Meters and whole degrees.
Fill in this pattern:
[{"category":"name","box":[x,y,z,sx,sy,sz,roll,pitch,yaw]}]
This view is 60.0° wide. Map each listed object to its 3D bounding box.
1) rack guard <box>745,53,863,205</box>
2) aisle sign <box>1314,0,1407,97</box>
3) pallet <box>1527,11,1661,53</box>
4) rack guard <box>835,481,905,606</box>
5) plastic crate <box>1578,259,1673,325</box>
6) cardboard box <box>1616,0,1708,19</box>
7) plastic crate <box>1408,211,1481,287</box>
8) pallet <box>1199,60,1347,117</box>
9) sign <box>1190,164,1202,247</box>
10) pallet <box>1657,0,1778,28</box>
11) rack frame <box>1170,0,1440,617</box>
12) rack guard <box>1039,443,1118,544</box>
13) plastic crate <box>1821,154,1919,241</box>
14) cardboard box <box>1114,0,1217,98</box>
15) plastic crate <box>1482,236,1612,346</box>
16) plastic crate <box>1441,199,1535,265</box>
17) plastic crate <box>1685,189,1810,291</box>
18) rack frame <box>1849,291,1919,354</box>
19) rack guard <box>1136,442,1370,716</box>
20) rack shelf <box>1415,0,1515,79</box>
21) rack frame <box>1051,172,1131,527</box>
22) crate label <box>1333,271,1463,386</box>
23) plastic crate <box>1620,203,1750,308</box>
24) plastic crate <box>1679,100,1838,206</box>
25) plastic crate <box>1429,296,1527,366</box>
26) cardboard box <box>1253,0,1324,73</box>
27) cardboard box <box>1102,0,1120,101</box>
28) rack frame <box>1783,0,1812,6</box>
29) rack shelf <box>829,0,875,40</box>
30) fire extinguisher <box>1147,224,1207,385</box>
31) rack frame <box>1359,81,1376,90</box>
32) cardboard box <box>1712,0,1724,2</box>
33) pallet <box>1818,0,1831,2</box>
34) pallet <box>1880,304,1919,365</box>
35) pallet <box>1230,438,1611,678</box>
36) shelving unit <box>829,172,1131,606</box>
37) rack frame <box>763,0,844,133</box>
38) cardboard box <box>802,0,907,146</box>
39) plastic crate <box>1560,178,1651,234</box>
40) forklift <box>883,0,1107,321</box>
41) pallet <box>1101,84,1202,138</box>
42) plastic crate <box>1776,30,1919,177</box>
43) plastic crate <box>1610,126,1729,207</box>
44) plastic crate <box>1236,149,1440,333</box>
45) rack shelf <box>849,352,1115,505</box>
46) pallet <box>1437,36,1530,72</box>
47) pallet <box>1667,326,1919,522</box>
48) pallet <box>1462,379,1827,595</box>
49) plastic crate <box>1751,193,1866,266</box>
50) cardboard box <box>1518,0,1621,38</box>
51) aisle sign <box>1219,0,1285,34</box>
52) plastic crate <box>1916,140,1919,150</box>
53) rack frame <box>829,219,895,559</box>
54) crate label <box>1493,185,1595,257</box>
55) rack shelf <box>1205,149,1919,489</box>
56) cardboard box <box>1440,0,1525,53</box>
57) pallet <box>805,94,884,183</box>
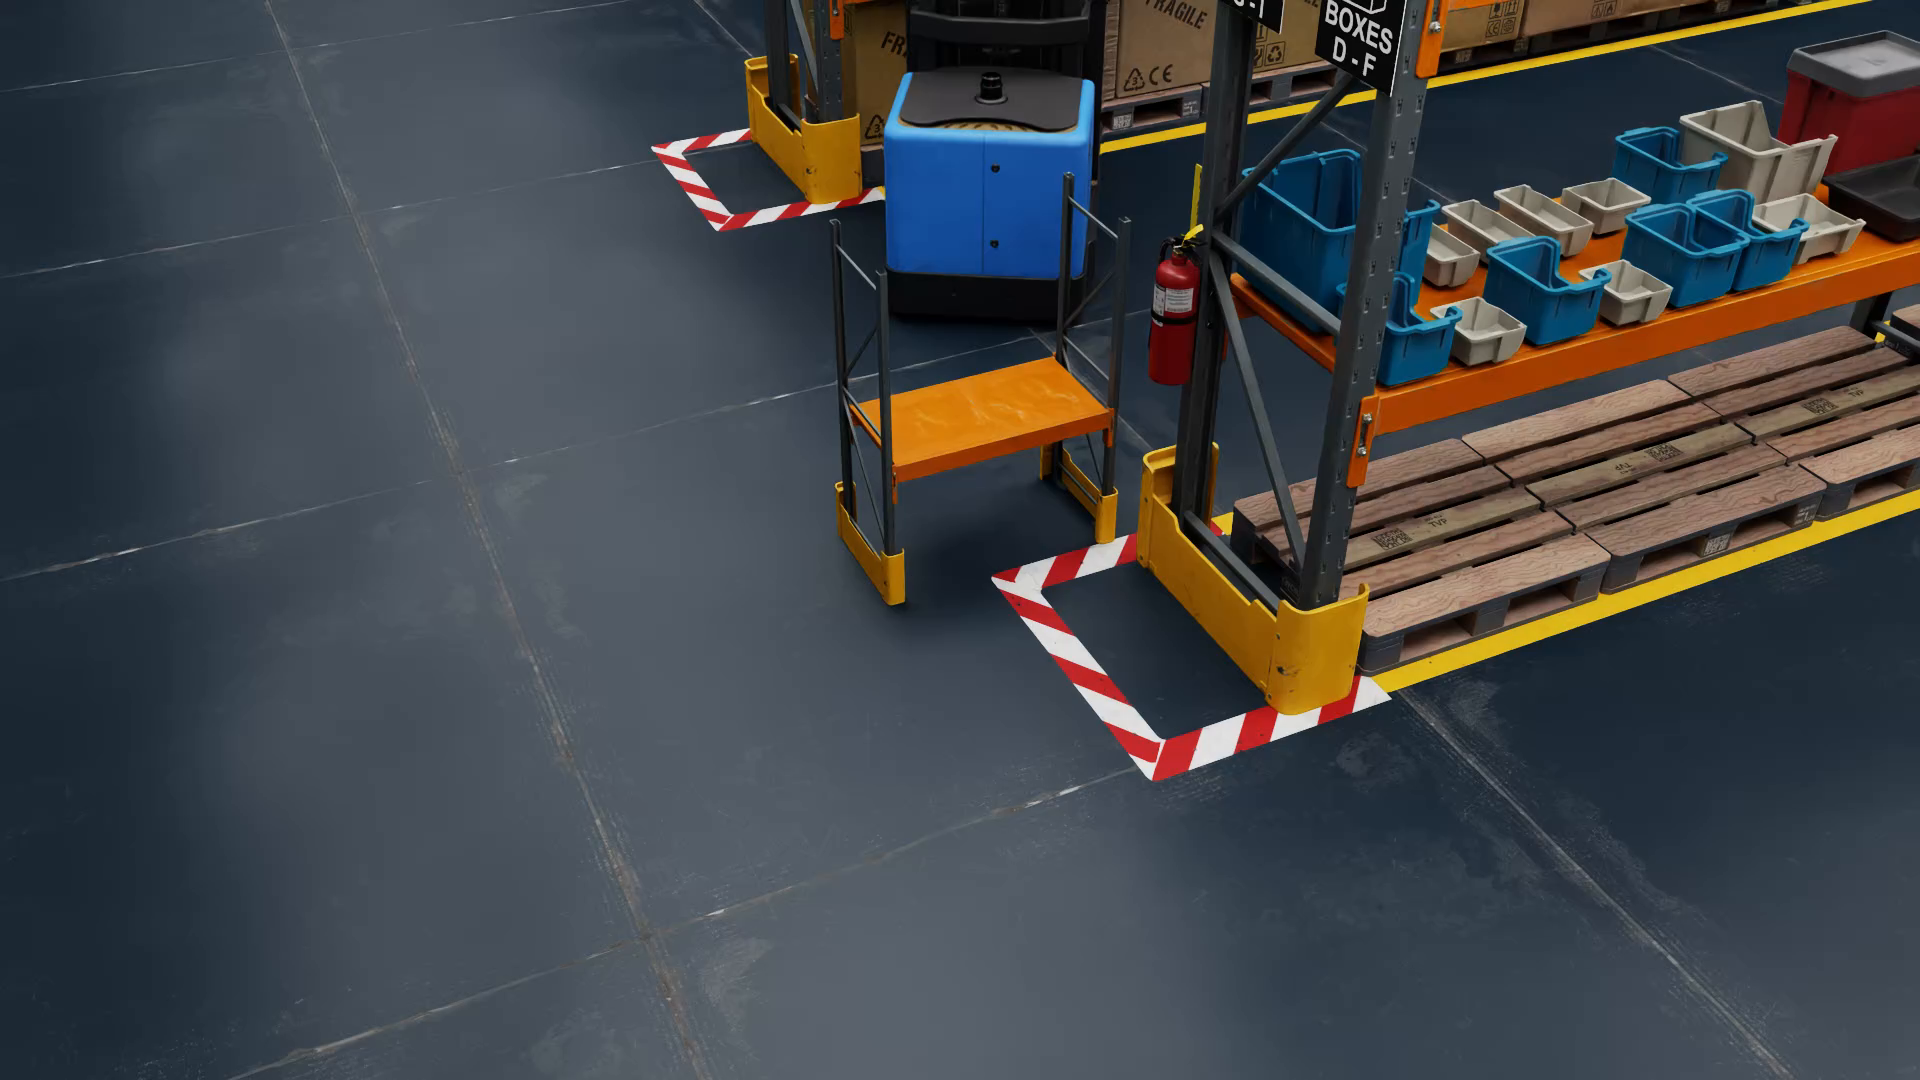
[{"category":"rack guard","box":[-0.972,-2.554,10.274,0.348,0.500,1.175,-16,39,-20]},{"category":"aisle sign","box":[1.215,-1.759,4.922,0.004,0.787,0.394,-16,39,-20]},{"category":"pallet","box":[4.443,-4.004,12.471,1.213,0.211,1.003,-16,39,-20]},{"category":"rack guard","box":[-0.382,0.006,7.032,0.087,0.250,0.587,-16,39,-20]},{"category":"plastic crate","box":[2.457,-0.905,6.123,0.298,0.136,0.250,-16,39,-20]},{"category":"cardboard box","box":[4.847,-4.520,12.257,0.875,0.875,1.225,-15,39,-20]},{"category":"plastic crate","box":[1.815,-1.116,6.407,0.243,0.136,0.396,-16,39,-20]},{"category":"pallet","box":[1.949,-3.307,11.531,1.213,0.211,1.003,-16,39,-20]},{"category":"sign","box":[0.905,-1.251,6.282,0.005,0.325,0.100,-16,39,-20]},{"category":"pallet","box":[5.546,-4.310,12.884,1.213,0.211,1.003,-16,39,-20]},{"category":"rack frame","box":[1.154,-0.893,5.937,0.127,3.000,1.000,-16,39,-20]},{"category":"rack guard","box":[0.520,-0.246,7.371,0.087,0.250,0.587,-16,39,-20]},{"category":"plastic crate","box":[3.876,-1.391,6.788,0.590,0.125,0.437,-16,39,-20]},{"category":"cardboard box","box":[1.224,-3.540,10.936,0.875,0.875,0.875,-16,39,-20]},{"category":"plastic crate","box":[2.113,-0.902,6.038,0.300,0.233,0.416,-16,39,-20]},{"category":"plastic crate","box":[2.083,-1.181,6.496,0.243,0.136,0.396,-16,39,-20]},{"category":"plastic crate","box":[2.981,-1.144,6.365,0.300,0.233,0.416,-16,39,-20]},{"category":"rack frame","box":[4.775,-1.906,7.302,0.127,3.000,1.000,-16,39,-20]},{"category":"rack guard","box":[1.137,0.124,6.664,0.348,0.500,1.175,-16,39,-20]},{"category":"rack shelf","box":[2.964,-2.315,5.940,4.000,0.370,1.077,-16,39,-20]},{"category":"rack frame","box":[0.537,-0.753,7.006,0.032,1.500,0.500,-16,39,-20]},{"category":"crate label","box":[1.517,-0.735,5.813,0.303,0.233,0.416,-16,39,-20]},{"category":"plastic crate","box":[2.709,-1.068,6.263,0.300,0.233,0.416,-16,39,-20]},{"category":"plastic crate","box":[3.314,-1.595,6.932,0.530,0.282,0.437,-16,39,-20]},{"category":"plastic crate","box":[1.843,-0.733,5.891,0.298,0.136,0.250,-16,39,-20]},{"category":"cardboard box","box":[2.039,-3.768,11.244,0.875,0.875,0.875,-16,39,-20]},{"category":"cardboard box","box":[0.418,-3.315,10.633,0.875,0.875,0.875,-16,39,-20]},{"category":"rack frame","box":[6.291,-5.589,12.268,0.127,3.000,1.000,-16,39,-20]},{"category":"rack shelf","box":[0.860,-3.782,10.435,4.000,0.370,1.077,-16,39,-20]},{"category":"fire extinguisher","box":[0.824,-0.919,6.350,0.183,0.674,0.296,-16,39,-20]},{"category":"rack frame","box":[2.670,-4.577,10.903,0.127,3.000,1.000,-16,39,-20]},{"category":"cardboard box","box":[5.658,-4.741,12.555,0.875,0.875,1.225,-17,40,-22]},{"category":"pallet","box":[6.999,-4.666,13.364,1.213,0.211,1.003,-16,39,-20]},{"category":"pallet","box":[5.491,-0.959,8.365,1.213,0.211,1.003,-16,39,-20]},{"category":"pallet","box":[1.917,0.039,7.021,1.213,0.211,1.003,-16,39,-20]},{"category":"shelving unit","box":[0.069,-0.622,6.829,1.083,1.500,0.587,-16,39,-20]},{"category":"rack frame","box":[-0.951,-3.564,9.538,0.127,3.000,1.000,-16,39,-20]},{"category":"cardboard box","box":[-0.405,-3.085,10.322,0.875,0.875,0.875,-16,39,-20]},{"category":"plastic crate","box":[2.585,-1.350,6.723,0.250,0.136,0.298,-16,39,-20]},{"category":"forklift","box":[0.275,-3.181,9.078,1.130,2.935,3.031,4,37,5]},{"category":"pallet","box":[0.843,-2.995,11.111,1.213,0.211,1.003,-16,39,-20]},{"category":"plastic crate","box":[3.860,-1.865,7.142,0.583,0.464,0.402,-16,39,-20]},{"category":"plastic crate","box":[2.904,-1.508,6.856,0.300,0.233,0.416,-16,39,-20]},{"category":"plastic crate","box":[1.377,-1.117,6.158,0.499,0.435,0.616,-16,39,-20]},{"category":"rack shelf","box":[0.077,-0.480,6.940,1.000,0.185,0.538,-16,39,-20]},{"category":"pallet","box":[3.337,-3.693,12.052,1.213,0.211,1.003,-16,39,-20]},{"category":"pallet","box":[4.126,-0.579,7.853,1.213,0.211,1.003,-16,39,-20]},{"category":"pallet","box":[3.020,-0.268,7.434,1.213,0.211,1.003,-16,39,-20]},{"category":"plastic crate","box":[3.326,-1.221,6.549,0.466,0.136,0.293,-16,39,-20]},{"category":"cardboard box","box":[4.050,-4.292,11.949,0.875,0.875,1.225,-17,40,-21]},{"category":"aisle sign","box":[0.964,-2.077,5.351,0.004,0.787,0.394,-16,39,-20]},{"category":"plastic crate","box":[4.293,-1.783,7.307,0.243,0.136,0.396,-16,39,-20]},{"category":"rack frame","box":[-0.383,-0.495,6.659,0.032,1.500,0.500,-16,39,-20]},{"category":"crate label","box":[2.325,-1.265,6.608,0.243,0.136,0.396,-16,39,-20]},{"category":"rack shelf","box":[2.964,-1.111,6.833,4.000,0.370,1.077,-16,39,-20]},{"category":"cardboard box","box":[3.241,-4.065,11.644,0.875,0.875,1.225,-15,39,-20]},{"category":"pallet","box":[-0.260,-2.689,10.698,1.213,0.211,1.003,-16,39,-20]}]
